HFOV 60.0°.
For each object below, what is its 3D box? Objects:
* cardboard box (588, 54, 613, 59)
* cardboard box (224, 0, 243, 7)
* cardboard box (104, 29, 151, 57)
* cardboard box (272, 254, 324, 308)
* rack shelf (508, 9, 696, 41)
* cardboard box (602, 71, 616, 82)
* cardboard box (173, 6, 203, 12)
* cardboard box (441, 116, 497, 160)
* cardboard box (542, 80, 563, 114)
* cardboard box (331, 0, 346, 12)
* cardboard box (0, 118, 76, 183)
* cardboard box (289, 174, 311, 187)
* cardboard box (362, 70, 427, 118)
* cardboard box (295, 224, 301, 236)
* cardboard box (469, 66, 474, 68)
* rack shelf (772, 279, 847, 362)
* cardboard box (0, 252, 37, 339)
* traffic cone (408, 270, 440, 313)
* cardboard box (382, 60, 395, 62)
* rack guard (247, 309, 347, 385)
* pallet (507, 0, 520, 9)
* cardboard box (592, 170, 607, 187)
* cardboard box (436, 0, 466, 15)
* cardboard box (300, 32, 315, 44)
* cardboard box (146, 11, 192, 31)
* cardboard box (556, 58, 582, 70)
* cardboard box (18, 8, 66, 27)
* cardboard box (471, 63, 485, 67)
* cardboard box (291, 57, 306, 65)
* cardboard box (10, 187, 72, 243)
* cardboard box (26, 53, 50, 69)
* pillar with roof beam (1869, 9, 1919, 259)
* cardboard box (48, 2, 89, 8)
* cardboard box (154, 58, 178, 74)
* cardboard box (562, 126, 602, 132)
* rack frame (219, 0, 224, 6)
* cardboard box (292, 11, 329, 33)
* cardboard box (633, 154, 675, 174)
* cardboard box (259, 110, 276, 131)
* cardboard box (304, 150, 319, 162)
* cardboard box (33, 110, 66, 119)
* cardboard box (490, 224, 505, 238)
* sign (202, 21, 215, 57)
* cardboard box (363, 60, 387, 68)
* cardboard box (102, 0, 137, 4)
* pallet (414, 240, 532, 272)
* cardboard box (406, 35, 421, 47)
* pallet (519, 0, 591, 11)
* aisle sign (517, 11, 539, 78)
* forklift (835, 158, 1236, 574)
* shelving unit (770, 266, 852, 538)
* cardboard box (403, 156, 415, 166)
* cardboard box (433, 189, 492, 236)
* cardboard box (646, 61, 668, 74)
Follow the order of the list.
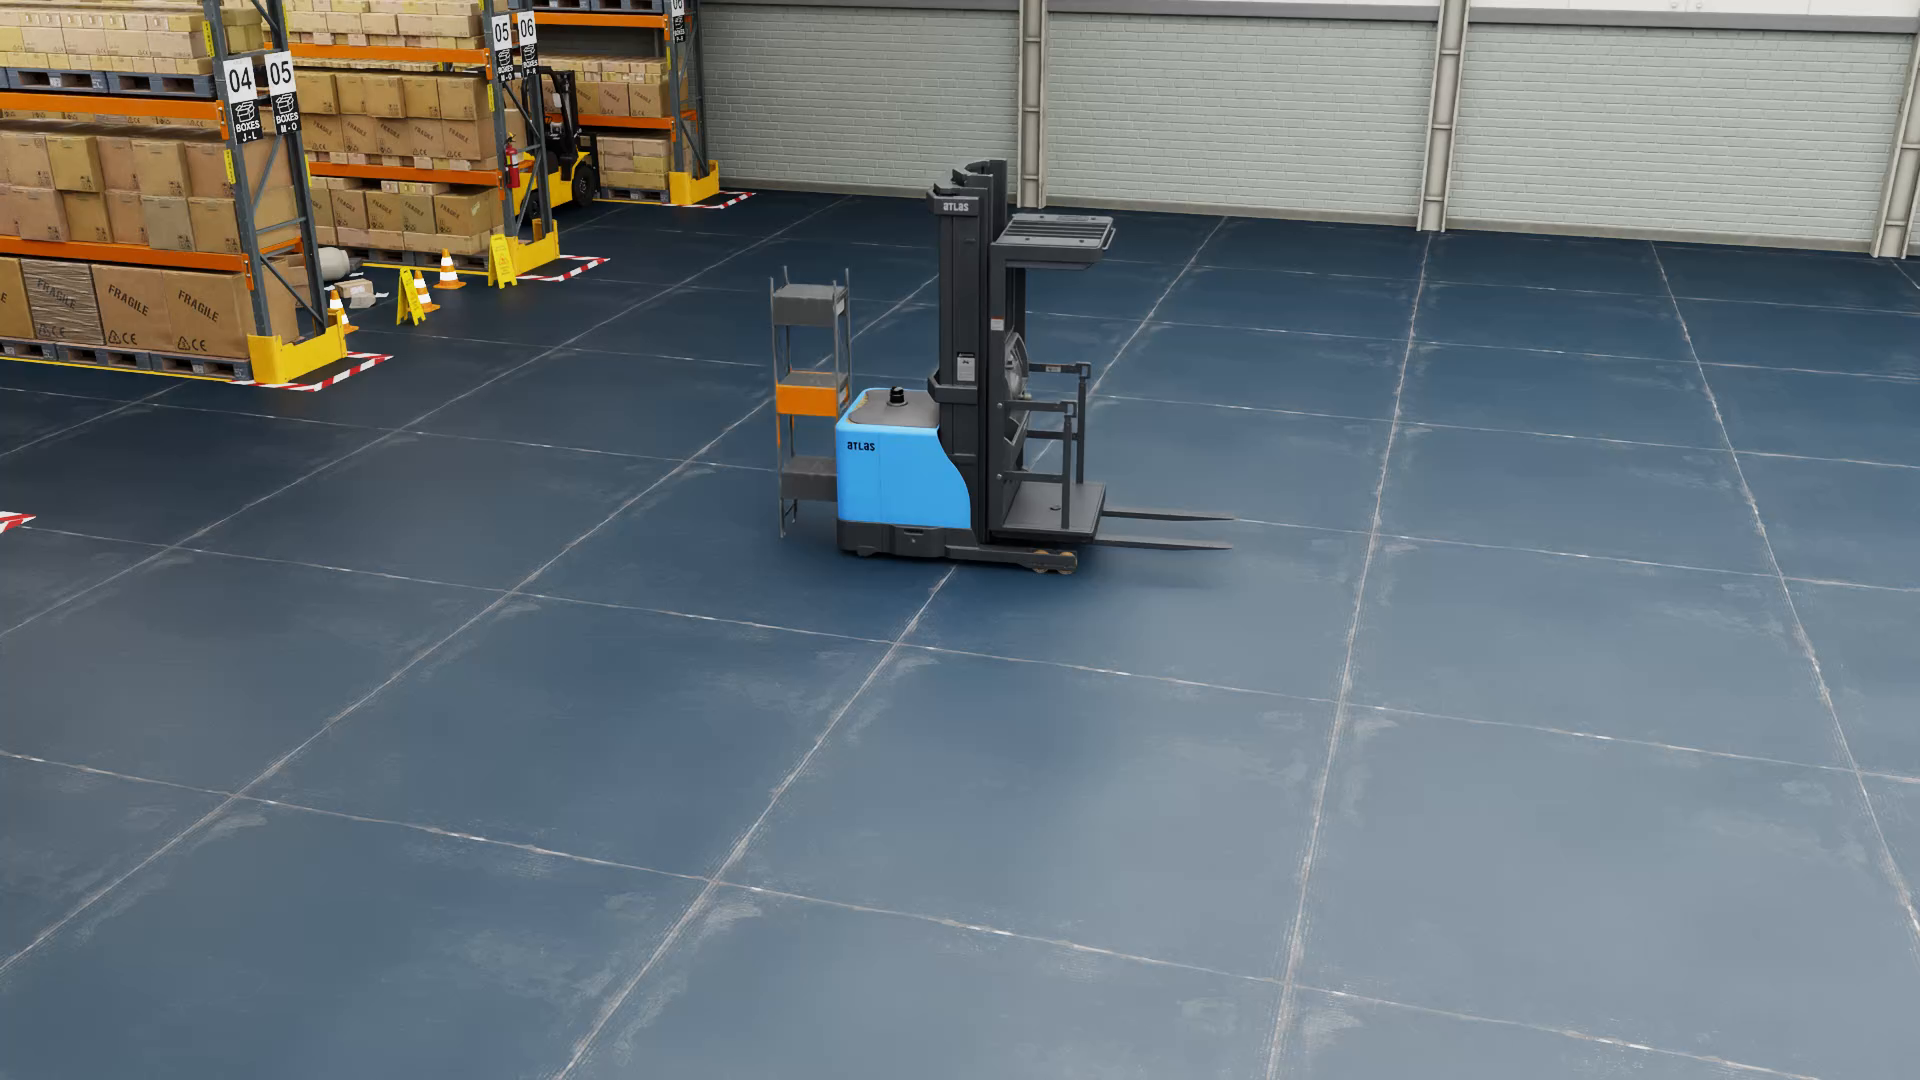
[{"bbox_3d":[-5.699,-7.603,26.380,0.250,0.149,0.380,6,23,14],"label":"cardboard box"},{"bbox_3d":[-9.279,-6.945,21.482,0.250,0.149,0.380,6,23,15],"label":"cardboard box"},{"bbox_3d":[-8.018,-4.914,16.370,0.500,0.250,0.500,7,23,16],"label":"cardboard box"},{"bbox_3d":[-8.070,-3.137,20.160,0.637,0.503,0.797,-9,24,-21],"label":"cardboard box"},{"bbox_3d":[-6.142,-8.098,25.959,4.000,0.370,1.077,7,23,16],"label":"rack shelf"},{"bbox_3d":[-5.358,-7.205,25.801,0.250,0.149,0.380,6,23,15],"label":"cardboard box"},{"bbox_3d":[-7.702,-5.299,16.783,0.250,0.149,0.380,6,23,15],"label":"cardboard box"},{"bbox_3d":[-6.256,-5.163,21.285,0.500,0.500,0.500,6,23,15],"label":"cardboard box"},{"bbox_3d":[-6.243,-6.996,26.145,0.500,0.500,0.500,7,23,16],"label":"cardboard box"},{"bbox_3d":[-7.767,-6.805,21.140,0.250,0.149,0.380,7,23,17],"label":"cardboard box"},{"bbox_3d":[-9.916,-4.146,17.711,0.550,0.550,0.875,7,23,16],"label":"cardboard box"},{"bbox_3d":[-8.897,-4.829,22.222,0.250,0.149,0.380,7,23,16],"label":"cardboard box"},{"bbox_3d":[-7.210,-5.719,21.325,0.500,0.500,0.700,6,23,15],"label":"cardboard box"},{"bbox_3d":[-9.000,-4.217,22.574,0.500,0.250,0.500,5,23,13],"label":"cardboard box"},{"bbox_3d":[-7.579,-7.450,26.398,0.250,0.149,0.380,7,23,17],"label":"cardboard box"},{"bbox_3d":[-1.137,-1.681,12.697,0.480,0.518,0.431,4,23,10],"label":"rack shelf"},{"bbox_3d":[-10.238,-2.765,18.211,0.875,0.875,0.875,7,23,16],"label":"cardboard box"},{"bbox_3d":[-6.437,-2.984,19.839,0.334,0.463,0.336,7,23,16],"label":"traffic cone"},{"bbox_3d":[-9.293,-7.858,27.393,0.250,0.149,0.380,7,23,15],"label":"cardboard box"},{"bbox_3d":[-6.967,-2.051,17.516,0.348,0.500,1.175,7,23,16],"label":"rack guard"},{"bbox_3d":[-7.232,-8.525,26.169,1.213,0.211,1.003,7,23,16],"label":"pallet"},{"bbox_3d":[-5.718,-5.798,26.428,0.500,0.250,0.500,7,23,16],"label":"cardboard box"},{"bbox_3d":[-6.302,-6.632,20.719,0.250,0.149,0.380,7,23,16],"label":"cardboard box"},{"bbox_3d":[-8.275,-6.495,21.435,0.250,0.149,0.380,6,23,14],"label":"cardboard box"},{"bbox_3d":[-7.649,-5.033,16.134,0.250,0.149,0.380,7,23,16],"label":"cardboard box"},{"bbox_3d":[-6.101,-7.436,25.972,0.250,0.149,0.380,7,23,16],"label":"cardboard box"},{"bbox_3d":[-9.113,-5.199,16.541,0.250,0.149,0.380,6,23,15],"label":"cardboard box"},{"bbox_3d":[-7.555,-7.614,26.405,0.250,0.149,0.380,7,23,16],"label":"cardboard box"},{"bbox_3d":[-10.903,-7.833,27.332,0.250,0.149,0.380,7,23,16],"label":"cardboard box"},{"bbox_3d":[-9.447,-3.528,17.625,0.550,0.550,0.875,7,23,16],"label":"cardboard box"},{"bbox_3d":[-9.113,-4.830,16.692,0.250,0.149,0.380,7,23,16],"label":"cardboard box"},{"bbox_3d":[11.356,-6.465,17.079,0.400,9.000,9.100,7,23,16],"label":"pillar with roof beam"},{"bbox_3d":[-9.170,-5.467,17.192,0.250,0.149,0.380,6,23,15],"label":"cardboard box"},{"bbox_3d":[-7.648,-4.663,16.285,0.250,0.149,0.380,7,23,16],"label":"cardboard box"},{"bbox_3d":[-6.076,-6.500,26.822,0.500,0.250,0.500,6,23,14],"label":"cardboard box"},{"bbox_3d":[-9.487,-8.234,21.390,0.127,3.000,1.000,7,23,16],"label":"rack frame"},{"bbox_3d":[-8.172,-6.654,21.296,0.500,0.250,0.500,7,23,16],"label":"cardboard box"},{"bbox_3d":[-4.783,-5.917,26.058,0.500,0.250,0.500,6,23,15],"label":"cardboard box"},{"bbox_3d":[-9.146,-5.492,22.089,0.500,0.500,0.500,6,23,15],"label":"cardboard box"},{"bbox_3d":[-8.531,-5.124,22.045,0.250,0.149,0.380,7,23,17],"label":"cardboard box"},{"bbox_3d":[-12.451,-6.087,22.984,0.500,0.500,0.500,8,24,18],"label":"cardboard box"},{"bbox_3d":[-6.350,-4.131,22.362,0.500,0.250,0.500,6,23,15],"label":"cardboard box"},{"bbox_3d":[-7.160,-4.775,15.849,0.005,0.325,0.100,7,23,16],"label":"sign"},{"bbox_3d":[-9.442,-7.665,26.922,0.250,0.149,0.380,6,23,14],"label":"cardboard box"},{"bbox_3d":[-11.059,-7.096,22.213,0.500,0.250,0.500,7,23,16],"label":"cardboard box"},{"bbox_3d":[-6.497,-3.840,22.257,1.213,0.211,1.003,7,23,16],"label":"pallet"},{"bbox_3d":[-6.795,-6.337,21.051,0.250,0.149,0.380,7,23,16],"label":"cardboard box"},{"bbox_3d":[-6.068,-8.390,25.841,1.213,0.211,1.003,7,23,16],"label":"pallet"},{"bbox_3d":[-5.508,-6.328,21.224,0.004,0.787,0.394,7,23,16],"label":"aisle sign"},{"bbox_3d":[0.613,-1.315,12.518,3.031,2.935,1.130,4,23,9],"label":"forklift"},{"bbox_3d":[-1.138,-1.046,12.957,0.503,2.100,0.431,4,23,10],"label":"shelving unit"},{"bbox_3d":[-7.051,-4.986,21.710,0.250,0.149,0.380,7,23,16],"label":"cardboard box"},{"bbox_3d":[-6.500,-4.282,21.742,0.500,0.500,0.500,7,23,16],"label":"cardboard box"},{"bbox_3d":[-4.631,-7.270,25.568,0.250,0.149,0.380,7,23,16],"label":"cardboard box"}]
